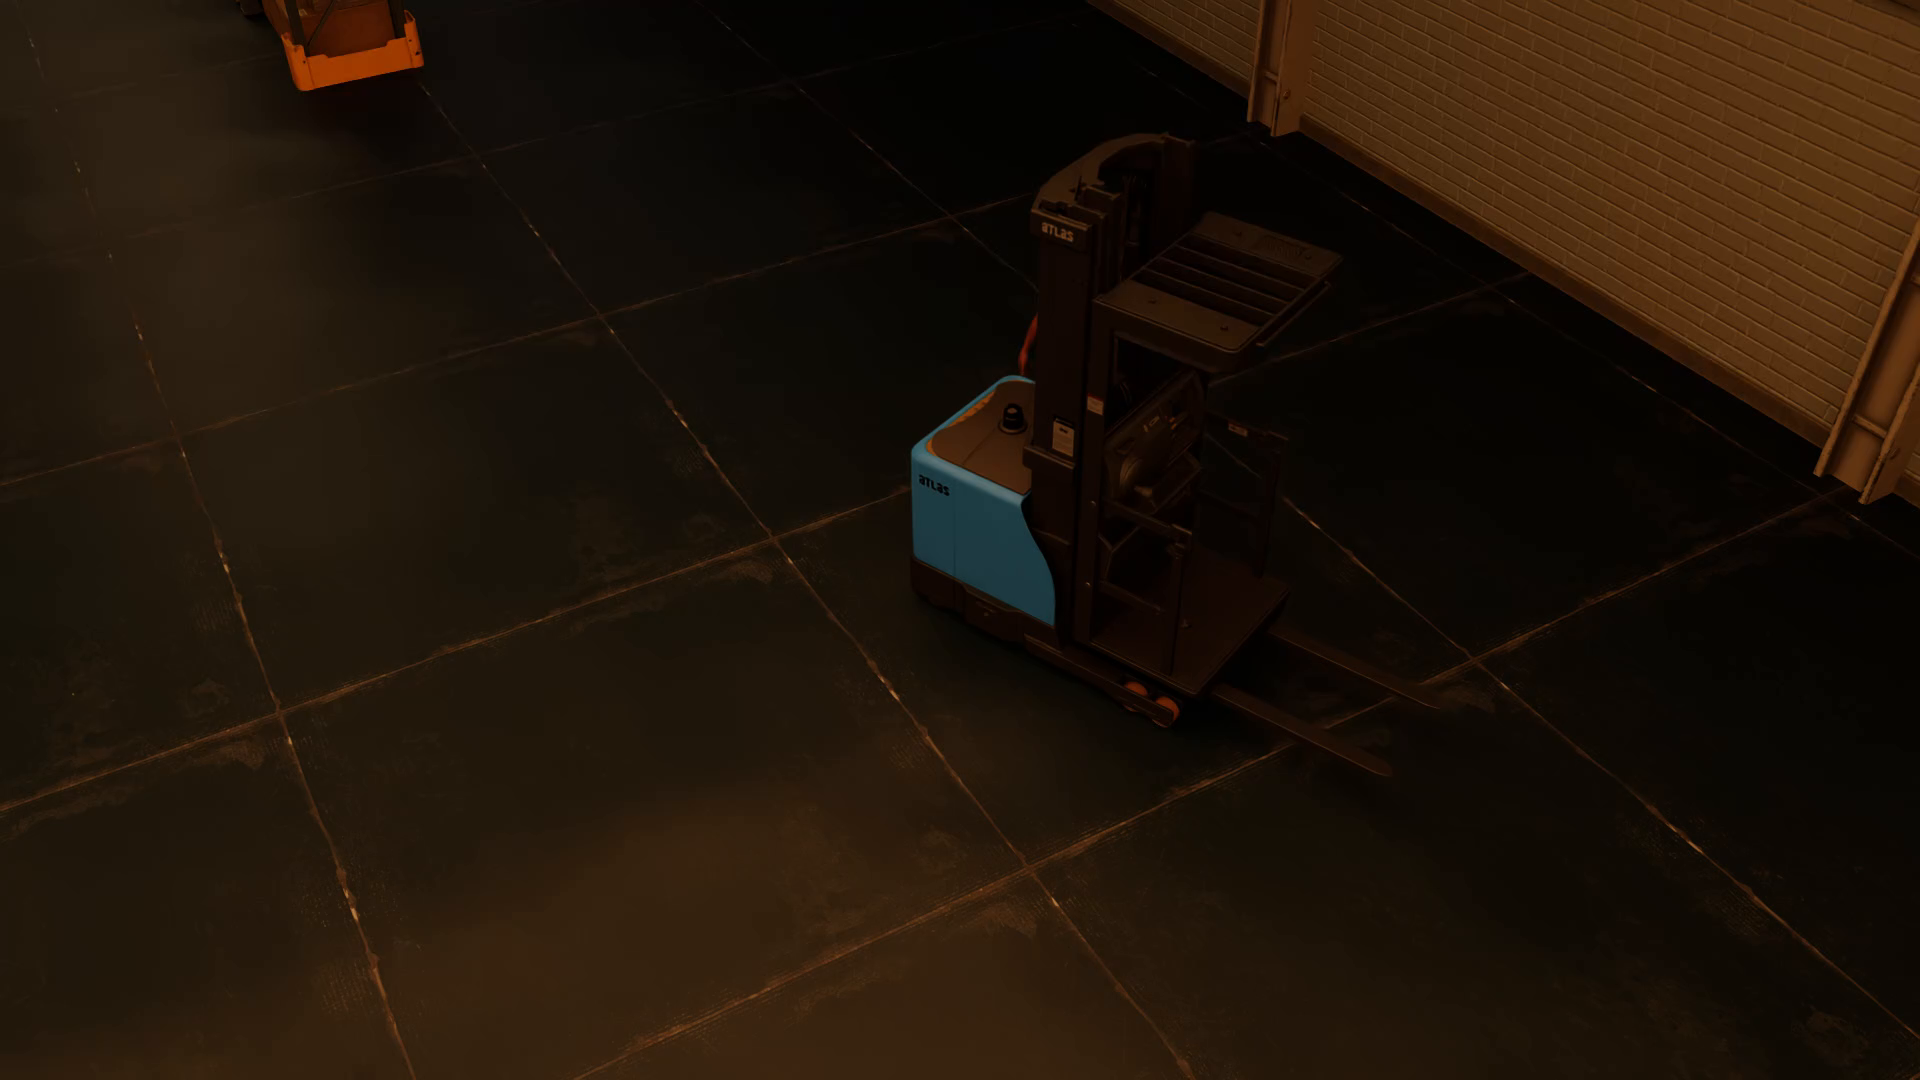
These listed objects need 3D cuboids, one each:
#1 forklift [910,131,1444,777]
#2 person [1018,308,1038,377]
[{"bbox_3d":[1.191,-0.493,8.631,3.031,2.935,1.130,26,46,28],"label":"forklift"},{"bbox_3d":[0.721,-0.982,10.179,0.875,1.728,0.476,22,44,24],"label":"person"}]
